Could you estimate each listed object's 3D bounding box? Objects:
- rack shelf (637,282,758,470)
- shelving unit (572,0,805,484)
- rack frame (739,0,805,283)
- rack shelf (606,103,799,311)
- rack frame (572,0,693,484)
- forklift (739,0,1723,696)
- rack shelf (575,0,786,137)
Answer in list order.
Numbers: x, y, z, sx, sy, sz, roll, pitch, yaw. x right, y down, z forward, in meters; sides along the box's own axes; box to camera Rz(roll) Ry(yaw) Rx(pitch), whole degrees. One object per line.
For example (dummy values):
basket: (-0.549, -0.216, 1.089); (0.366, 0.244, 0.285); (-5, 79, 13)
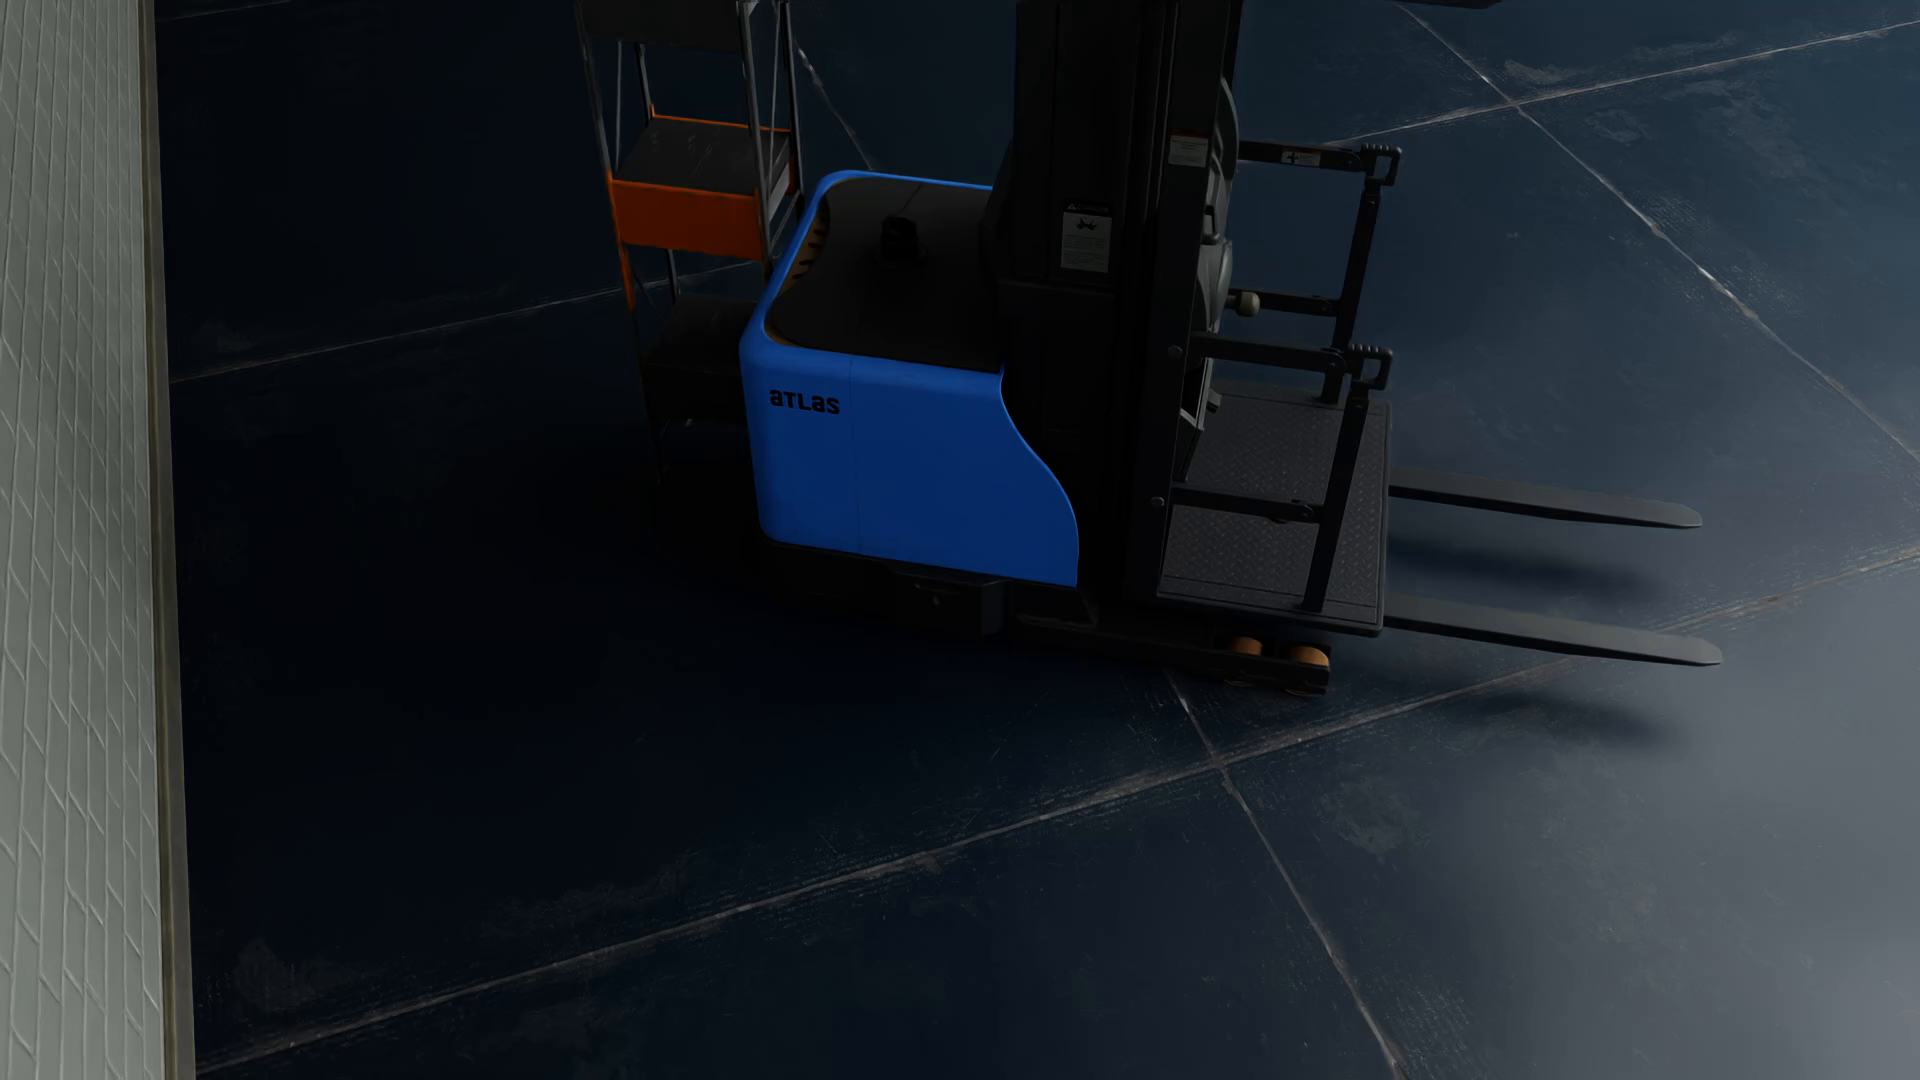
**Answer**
rack shelf: (-0.796, -0.541, 5.814); (0.480, 0.518, 0.431); (8, 46, 8)
shelving unit: (-0.796, -1.045, 5.309); (0.503, 2.100, 0.431); (8, 46, 8)
rack frame: (-0.557, -1.009, 5.273); (0.015, 2.100, 0.400); (8, 46, 8)
rack shelf: (-0.796, -1.035, 5.318); (0.480, 0.518, 0.431); (8, 46, 8)
rack frame: (-1.035, -1.080, 5.344); (0.015, 2.100, 0.400); (8, 46, 8)
forklift: (0.909, -0.955, 4.633); (3.031, 2.935, 1.130); (8, 46, 8)
rack shelf: (-0.796, -1.529, 4.823); (0.480, 0.518, 0.431); (8, 46, 8)
